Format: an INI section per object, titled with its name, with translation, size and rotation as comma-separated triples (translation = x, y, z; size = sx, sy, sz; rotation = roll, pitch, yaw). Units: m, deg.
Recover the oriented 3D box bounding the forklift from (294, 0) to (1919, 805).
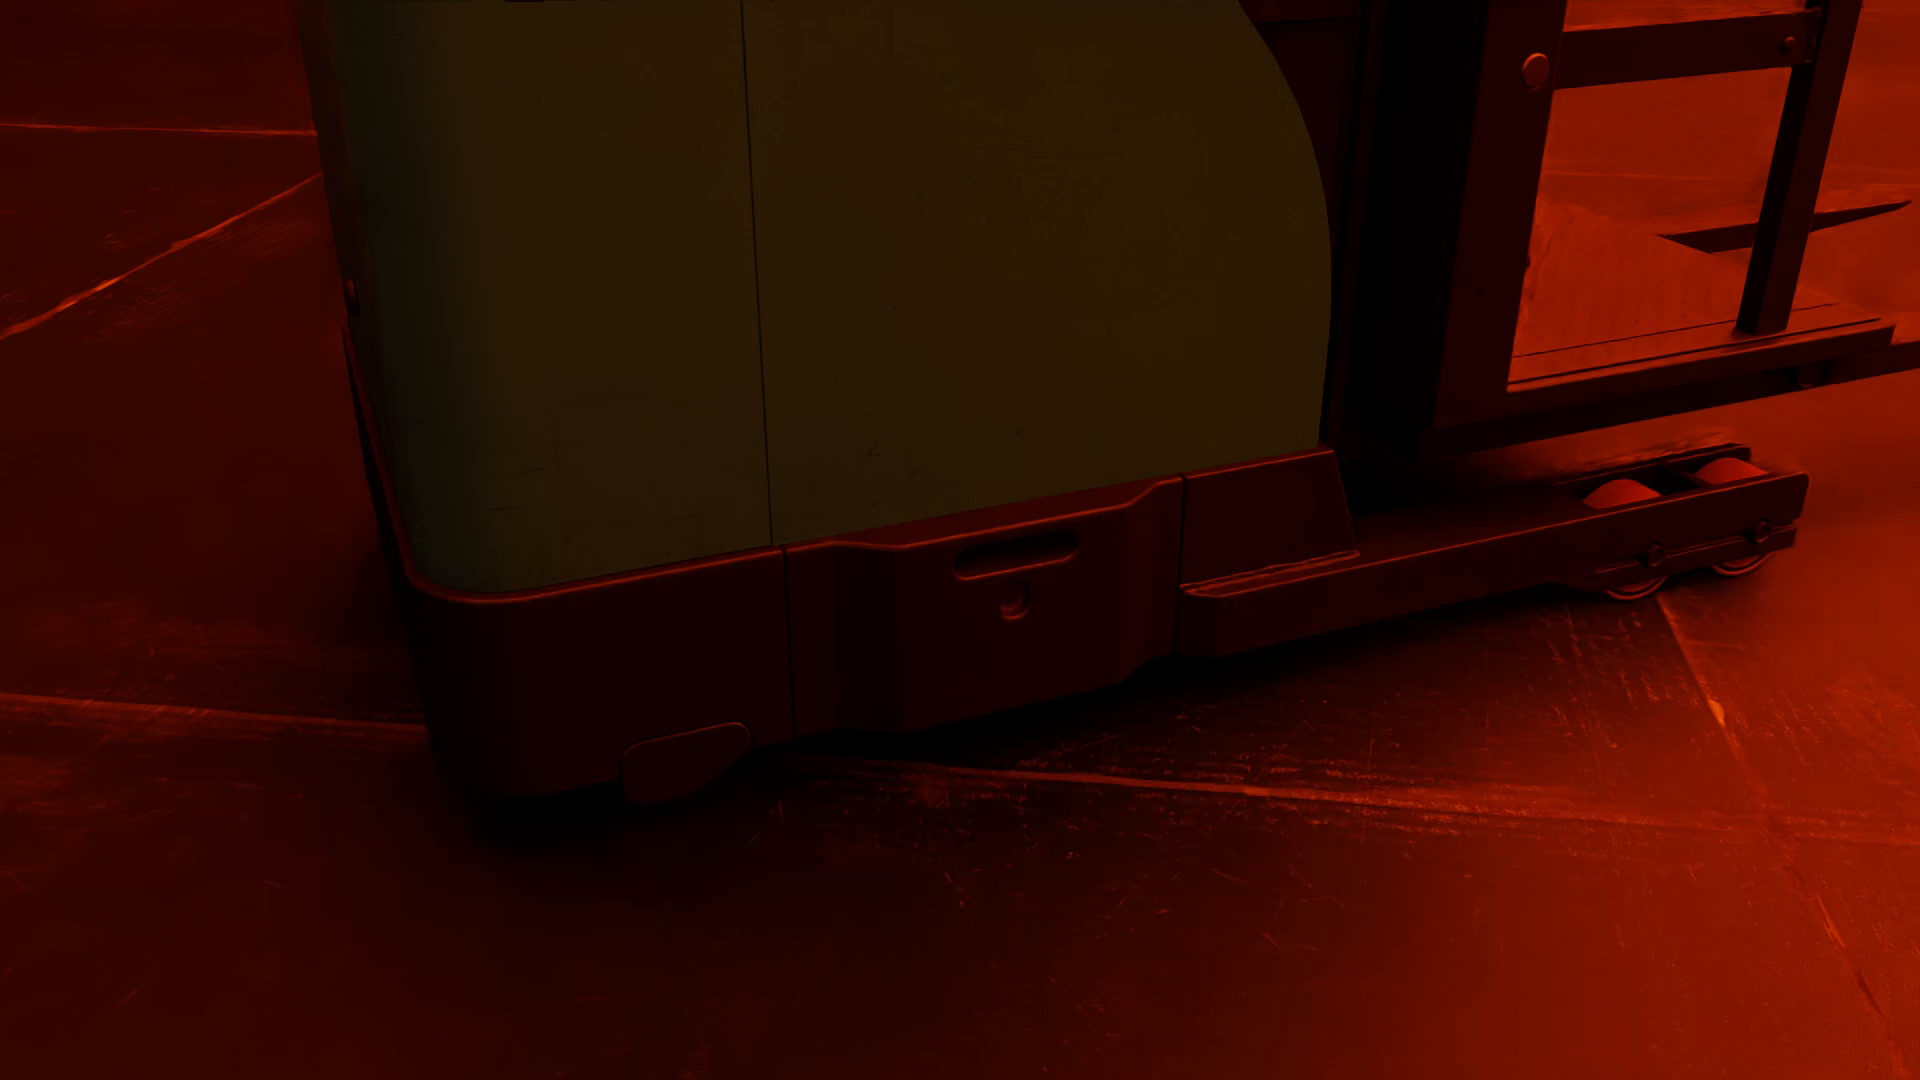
[forklift]
translation = 0.657, -1.433, 2.089
size = 3.031, 2.935, 1.130
rotation = -11, 28, -20
